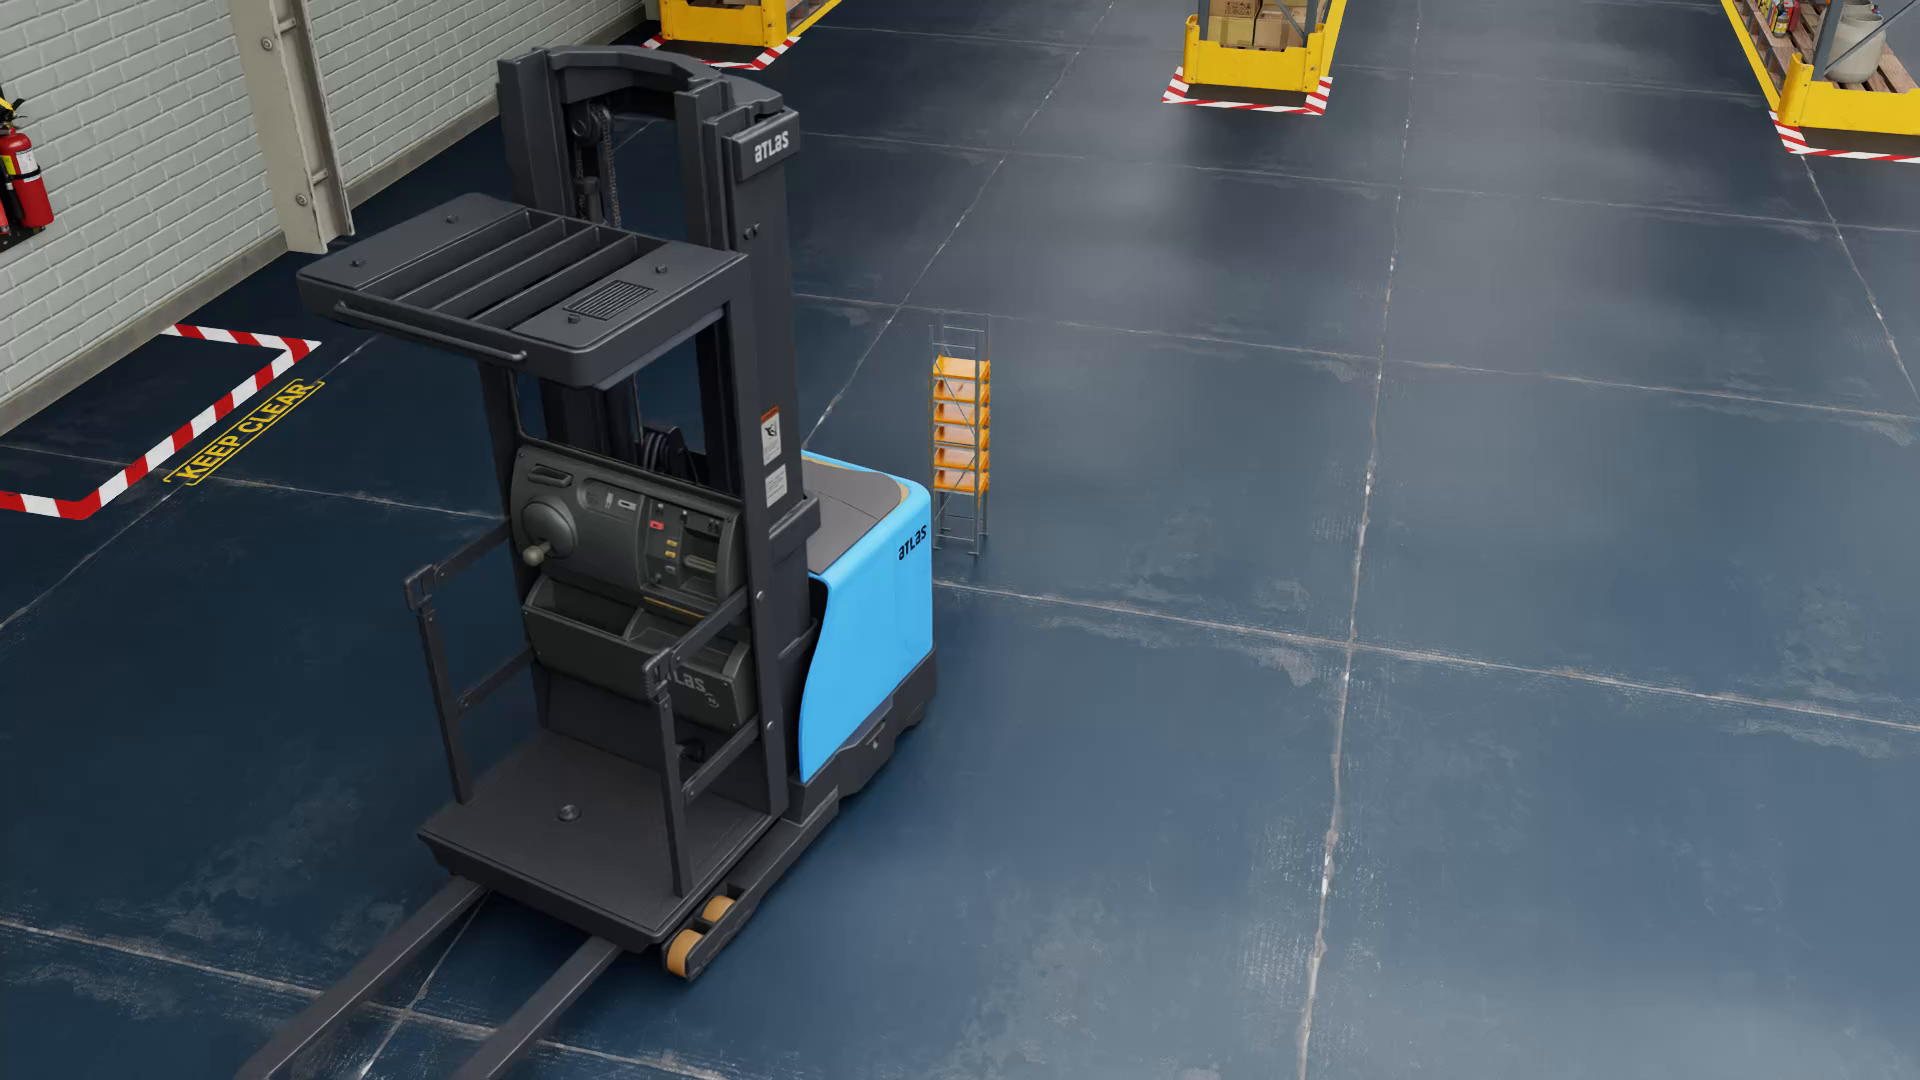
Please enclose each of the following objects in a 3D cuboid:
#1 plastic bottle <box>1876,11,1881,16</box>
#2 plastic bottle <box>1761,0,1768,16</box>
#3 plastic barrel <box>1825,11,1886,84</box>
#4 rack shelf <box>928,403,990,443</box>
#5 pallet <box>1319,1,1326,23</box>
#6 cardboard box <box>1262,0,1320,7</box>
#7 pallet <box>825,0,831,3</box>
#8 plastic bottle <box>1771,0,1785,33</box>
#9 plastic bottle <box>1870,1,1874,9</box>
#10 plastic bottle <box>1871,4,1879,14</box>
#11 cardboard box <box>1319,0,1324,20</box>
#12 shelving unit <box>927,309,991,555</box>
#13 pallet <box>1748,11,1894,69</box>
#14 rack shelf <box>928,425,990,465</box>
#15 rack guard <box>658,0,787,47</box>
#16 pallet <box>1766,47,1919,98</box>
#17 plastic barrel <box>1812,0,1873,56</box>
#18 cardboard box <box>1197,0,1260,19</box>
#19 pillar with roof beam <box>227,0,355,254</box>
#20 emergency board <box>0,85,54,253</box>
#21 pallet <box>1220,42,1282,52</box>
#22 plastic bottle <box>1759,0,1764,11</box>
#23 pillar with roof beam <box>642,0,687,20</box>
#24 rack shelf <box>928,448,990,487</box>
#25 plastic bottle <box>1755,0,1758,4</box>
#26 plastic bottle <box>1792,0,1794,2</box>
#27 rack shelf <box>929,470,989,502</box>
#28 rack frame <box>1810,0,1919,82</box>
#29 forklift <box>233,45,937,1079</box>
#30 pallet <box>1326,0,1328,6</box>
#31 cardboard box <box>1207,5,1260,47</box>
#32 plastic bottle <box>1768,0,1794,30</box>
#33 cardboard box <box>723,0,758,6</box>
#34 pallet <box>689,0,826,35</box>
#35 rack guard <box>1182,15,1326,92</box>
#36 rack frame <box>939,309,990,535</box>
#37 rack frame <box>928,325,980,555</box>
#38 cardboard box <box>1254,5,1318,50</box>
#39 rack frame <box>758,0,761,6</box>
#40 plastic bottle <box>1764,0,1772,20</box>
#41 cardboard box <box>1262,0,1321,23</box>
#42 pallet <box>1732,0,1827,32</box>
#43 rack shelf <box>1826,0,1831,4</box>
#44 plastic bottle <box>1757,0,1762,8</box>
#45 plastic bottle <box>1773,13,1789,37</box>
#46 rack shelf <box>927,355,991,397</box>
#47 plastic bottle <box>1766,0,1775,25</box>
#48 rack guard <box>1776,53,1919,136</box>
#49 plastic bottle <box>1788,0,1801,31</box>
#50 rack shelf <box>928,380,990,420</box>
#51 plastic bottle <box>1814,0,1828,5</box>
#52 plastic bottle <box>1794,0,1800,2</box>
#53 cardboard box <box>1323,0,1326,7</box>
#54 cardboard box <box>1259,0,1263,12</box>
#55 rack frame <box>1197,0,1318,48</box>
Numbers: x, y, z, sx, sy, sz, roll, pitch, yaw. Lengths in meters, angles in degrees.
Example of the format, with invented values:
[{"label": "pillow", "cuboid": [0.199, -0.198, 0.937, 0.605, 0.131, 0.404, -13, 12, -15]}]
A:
[{"label": "plastic bottle", "cuboid": [8.102, -4.547, 14.740, 0.097, 0.271, 0.097, 0, 32, 0]}, {"label": "plastic bottle", "cuboid": [7.593, -5.077, 15.500, 0.144, 0.351, 0.185, 8, 33, 12]}, {"label": "plastic barrel", "cuboid": [7.433, -4.094, 13.821, 0.421, 0.512, 0.421, 0, 32, 0]}, {"label": "rack shelf", "cuboid": [-0.004, -0.563, 7.876, 0.258, 0.103, 0.180, 8, 33, 12]}, {"label": "pallet", "cuboid": [3.015, -5.148, 16.151, 1.003, 0.211, 1.213, 8, 33, 12]}, {"label": "cardboard box", "cuboid": [3.026, -5.132, 14.999, 0.500, 0.500, 0.500, 8, 33, 12]}, {"label": "pallet", "cuboid": [-1.671, -5.874, 17.293, 1.003, 0.211, 1.213, 8, 33, 12]}, {"label": "plastic bottle", "cuboid": [7.394, -4.730, 15.016, 0.061, 0.283, 0.133, 9, 33, 14]}, {"label": "plastic bottle", "cuboid": [8.189, -4.725, 15.020, 0.097, 0.271, 0.097, 0, 32, 0]}, {"label": "plastic bottle", "cuboid": [8.177, -4.667, 14.918, 0.061, 0.283, 0.133, 9, 33, 13]}, {"label": "cardboard box", "cuboid": [3.152, -5.075, 15.609, 0.500, 0.250, 0.500, 8, 33, 12]}, {"label": "shelving unit", "cuboid": [-0.004, -0.499, 7.916, 0.258, 1.200, 0.189, 8, 33, 12]}, {"label": "pallet", "cuboid": [7.837, -4.536, 15.188, 1.003, 0.211, 1.213, 8, 33, 12]}, {"label": "rack shelf", "cuboid": [-0.004, -0.461, 7.940, 0.258, 0.103, 0.180, 8, 33, 12]}, {"label": "rack guard", "cuboid": [-2.223, -4.948, 15.567, 1.175, 0.500, 0.348, 8, 33, 12]}, {"label": "pallet", "cuboid": [7.525, -3.905, 14.195, 1.003, 0.211, 1.213, 8, 33, 12]}, {"label": "plastic barrel", "cuboid": [7.560, -4.354, 14.231, 0.421, 0.512, 0.421, 0, 32, 0]}, {"label": "cardboard box", "cuboid": [2.398, -4.943, 14.702, 0.500, 0.500, 0.500, 8, 33, 12]}, {"label": "pillar with roof beam", "cuboid": [-0.260, -5.277, 8.162, 9.100, 9.000, 0.400, 8, 33, 12]}, {"label": "emergency board", "cuboid": [-5.088, -2.054, 8.685, 0.194, 1.169, 0.643, 8, 33, 12]}, {"label": "pallet", "cuboid": [2.703, -4.517, 15.158, 1.003, 0.211, 1.213, 8, 33, 12]}, {"label": "plastic bottle", "cuboid": [7.607, -5.091, 15.661, 0.097, 0.201, 0.097, 0, 32, 0]}, {"label": "pillar with roof beam", "cuboid": [1.262, -8.390, 13.060, 9.100, 9.000, 0.400, 8, 33, 12]}, {"label": "rack shelf", "cuboid": [-0.004, -0.360, 8.005, 0.258, 0.103, 0.180, 8, 33, 12]}, {"label": "plastic bottle", "cuboid": [7.701, -5.298, 15.847, 0.144, 0.351, 0.185, 7, 33, 10]}, {"label": "plastic bottle", "cuboid": [7.674, -4.924, 15.398, 0.097, 0.201, 0.097, 0, 32, 0]}, {"label": "rack shelf", "cuboid": [-0.004, -0.259, 8.069, 0.258, 0.103, 0.180, 8, 33, 12]}, {"label": "rack frame", "cuboid": [7.340, -4.615, 12.713, 1.000, 3.000, 0.127, 8, 33, 12]}, {"label": "forklift", "cuboid": [-1.250, 0.020, 5.486, 1.130, 2.935, 3.031, 16, 36, 24]}, {"label": "pallet", "cuboid": [3.323, -5.783, 17.150, 1.003, 0.211, 1.213, 8, 33, 12]}, {"label": "cardboard box", "cuboid": [2.400, -4.626, 14.903, 0.500, 0.250, 0.500, 8, 33, 12]}, {"label": "plastic bottle", "cuboid": [7.473, -4.791, 15.119, 0.152, 0.276, 0.135, 8, 33, 13]}, {"label": "cardboard box", "cuboid": [-1.980, -5.361, 15.984, 0.500, 0.311, 0.500, 4, 33, 7]}, {"label": "pallet", "cuboid": [-1.983, -5.243, 16.301, 1.003, 0.211, 1.213, 8, 33, 12]}, {"label": "rack guard", "cuboid": [2.544, -4.224, 14.428, 1.175, 0.500, 0.348, 8, 33, 12]}, {"label": "rack frame", "cuboid": [0.020, -0.546, 7.991, 0.240, 1.200, 0.006, 8, 33, 12]}, {"label": "rack frame", "cuboid": [-0.027, -0.451, 7.842, 0.240, 1.200, 0.006, 8, 33, 12]}, {"label": "cardboard box", "cuboid": [2.901, -4.556, 14.792, 0.500, 0.250, 0.500, 8, 33, 12]}, {"label": "rack frame", "cuboid": [-2.243, -5.964, 14.835, 1.000, 3.000, 0.127, 8, 33, 12]}, {"label": "plastic bottle", "cuboid": [7.546, -4.981, 15.348, 0.144, 0.351, 0.185, 9, 34, 14]}, {"label": "cardboard box", "cuboid": [3.025, -4.816, 15.201, 0.500, 0.250, 0.500, 8, 33, 12]}, {"label": "pallet", "cuboid": [8.145, -5.171, 16.187, 1.003, 0.211, 1.213, 8, 33, 12]}, {"label": "rack shelf", "cuboid": [7.848, -5.349, 14.539, 1.077, 0.370, 4.000, 8, 33, 12]}, {"label": "plastic bottle", "cuboid": [7.619, -5.189, 15.739, 0.061, 0.283, 0.133, 9, 34, 15]}, {"label": "plastic bottle", "cuboid": [7.382, -4.632, 14.939, 0.097, 0.201, 0.097, 0, 32, 0]}, {"label": "rack shelf", "cuboid": [-0.004, -0.765, 7.747, 0.258, 0.103, 0.180, 8, 33, 12]}, {"label": "plastic bottle", "cuboid": [7.508, -4.863, 15.232, 0.152, 0.276, 0.135, 7, 33, 11]}, {"label": "rack guard", "cuboid": [7.314, -3.606, 13.456, 1.175, 0.500, 0.348, 8, 33, 12]}, {"label": "plastic bottle", "cuboid": [7.576, -4.780, 15.094, 0.061, 0.283, 0.133, 8, 33, 12]}, {"label": "rack shelf", "cuboid": [-0.004, -0.664, 7.811, 0.258, 0.103, 0.180, 8, 33, 12]}, {"label": "plastic bottle", "cuboid": [8.272, -5.261, 15.858, 0.152, 0.276, 0.135, 8, 33, 12]}, {"label": "plastic bottle", "cuboid": [7.743, -5.039, 15.509, 0.152, 0.276, 0.135, 8, 33, 12]}, {"label": "cardboard box", "cuboid": [3.283, -5.334, 16.016, 0.500, 0.250, 0.500, 8, 33, 12]}, {"label": "cardboard box", "cuboid": [2.515, -4.888, 15.314, 0.500, 0.250, 0.500, 8, 33, 12]}, {"label": "rack frame", "cuboid": [2.550, -5.291, 13.777, 1.000, 3.000, 0.127, 8, 33, 12]}]
